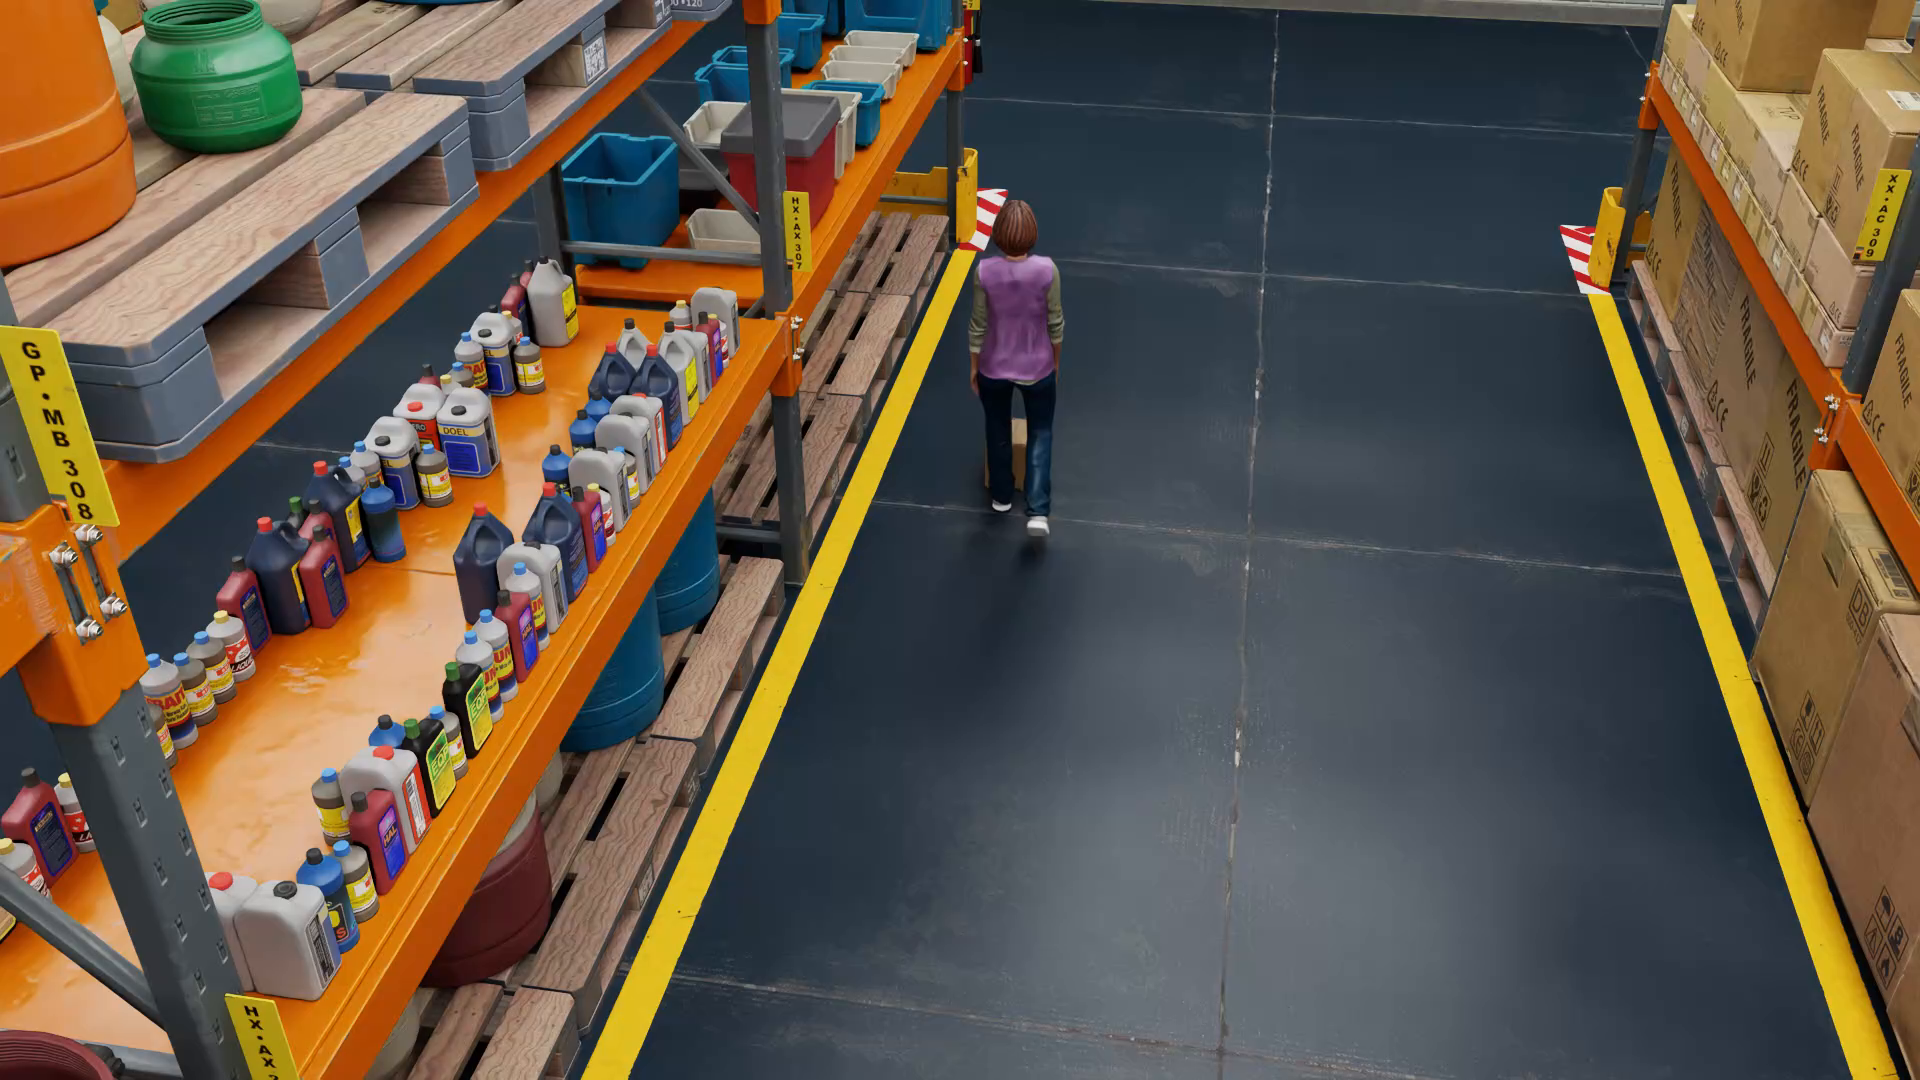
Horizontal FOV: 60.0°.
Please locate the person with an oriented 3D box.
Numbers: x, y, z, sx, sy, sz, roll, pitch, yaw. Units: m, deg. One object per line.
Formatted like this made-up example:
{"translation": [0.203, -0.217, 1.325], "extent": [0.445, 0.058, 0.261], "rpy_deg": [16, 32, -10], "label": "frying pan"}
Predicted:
{"translation": [0.243, -0.762, 7.331], "extent": [0.419, 1.591, 0.635], "rpy_deg": [2, 33, 2], "label": "person"}
